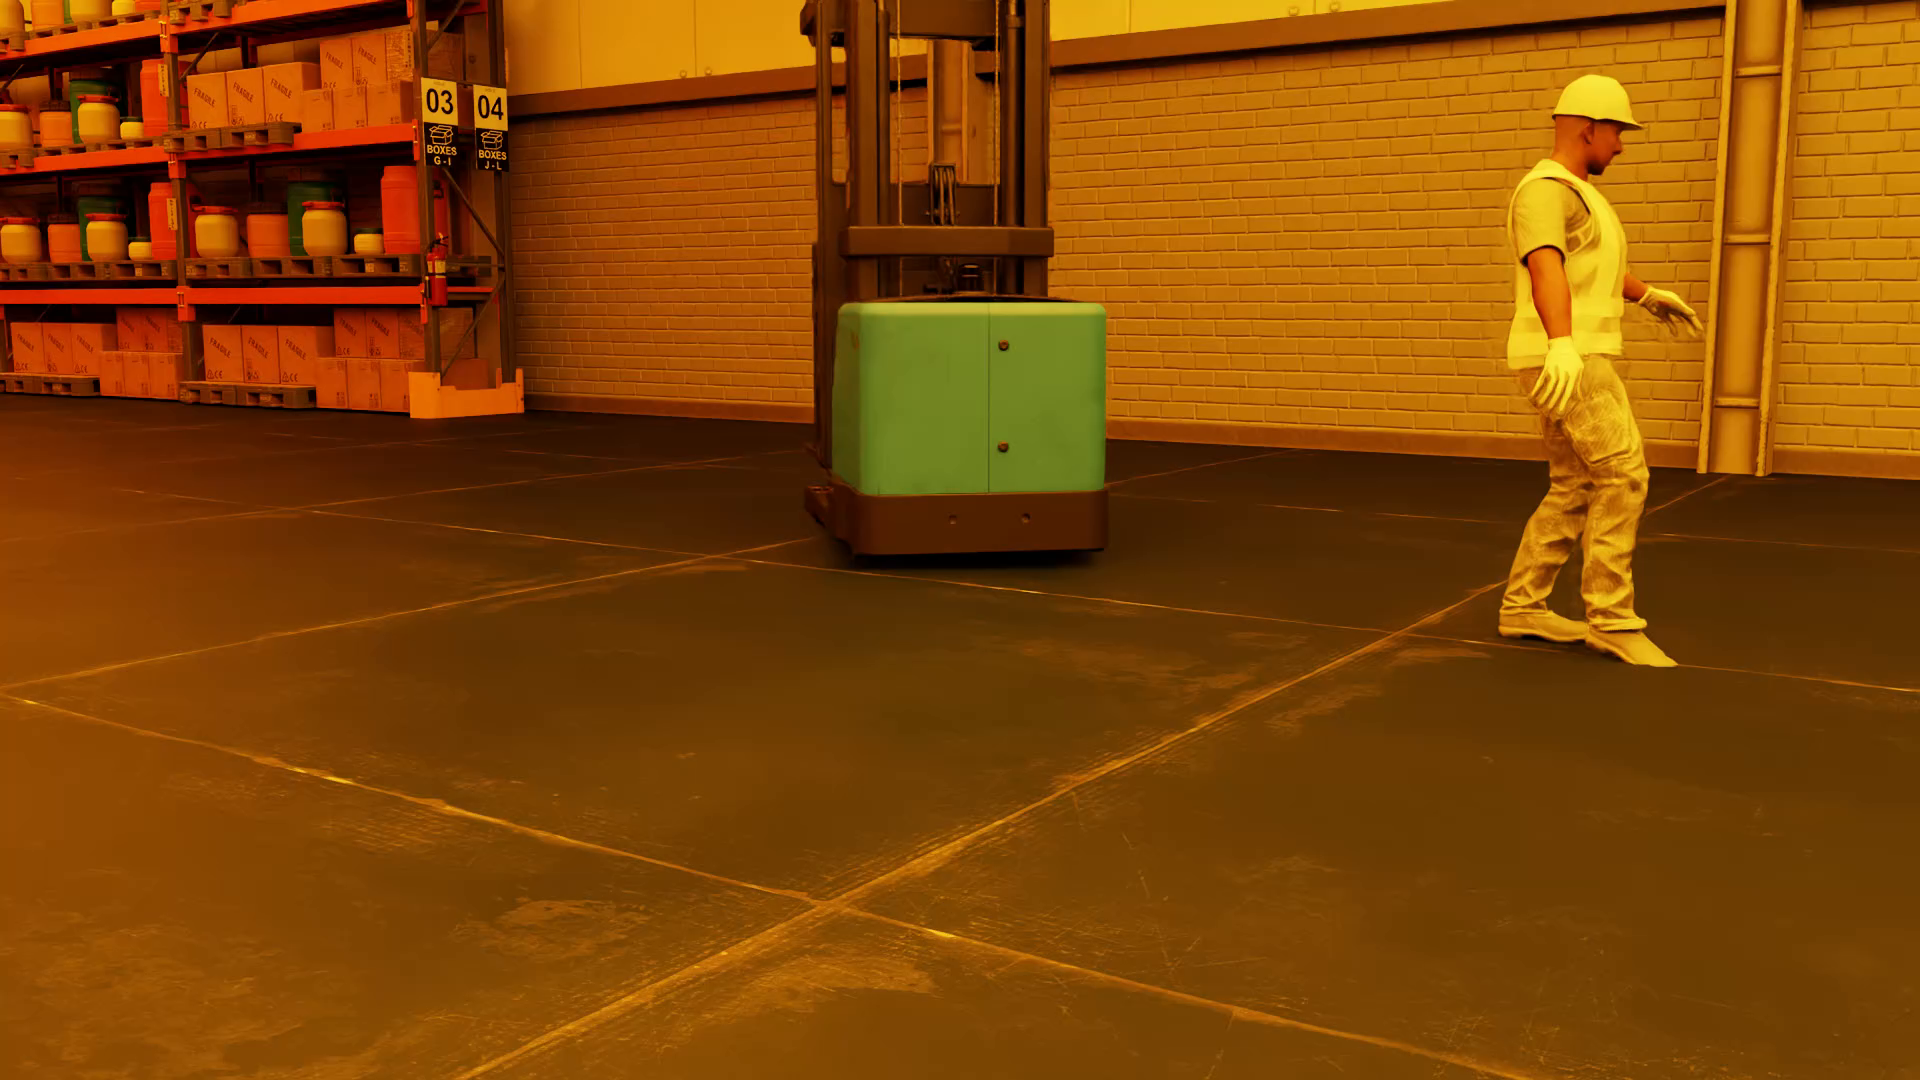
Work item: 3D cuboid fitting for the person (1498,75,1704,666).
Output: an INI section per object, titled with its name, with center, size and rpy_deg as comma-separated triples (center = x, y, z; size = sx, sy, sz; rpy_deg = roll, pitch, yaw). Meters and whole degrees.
[person]
center = 1.979, -0.508, 5.116
size = 0.580, 1.806, 1.026
rpy_deg = 4, 9, 27

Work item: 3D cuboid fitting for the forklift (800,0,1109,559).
[forklift]
center = -0.173, -1.540, 8.021
size = 1.130, 2.935, 3.031
rpy_deg = -2, 8, -11
